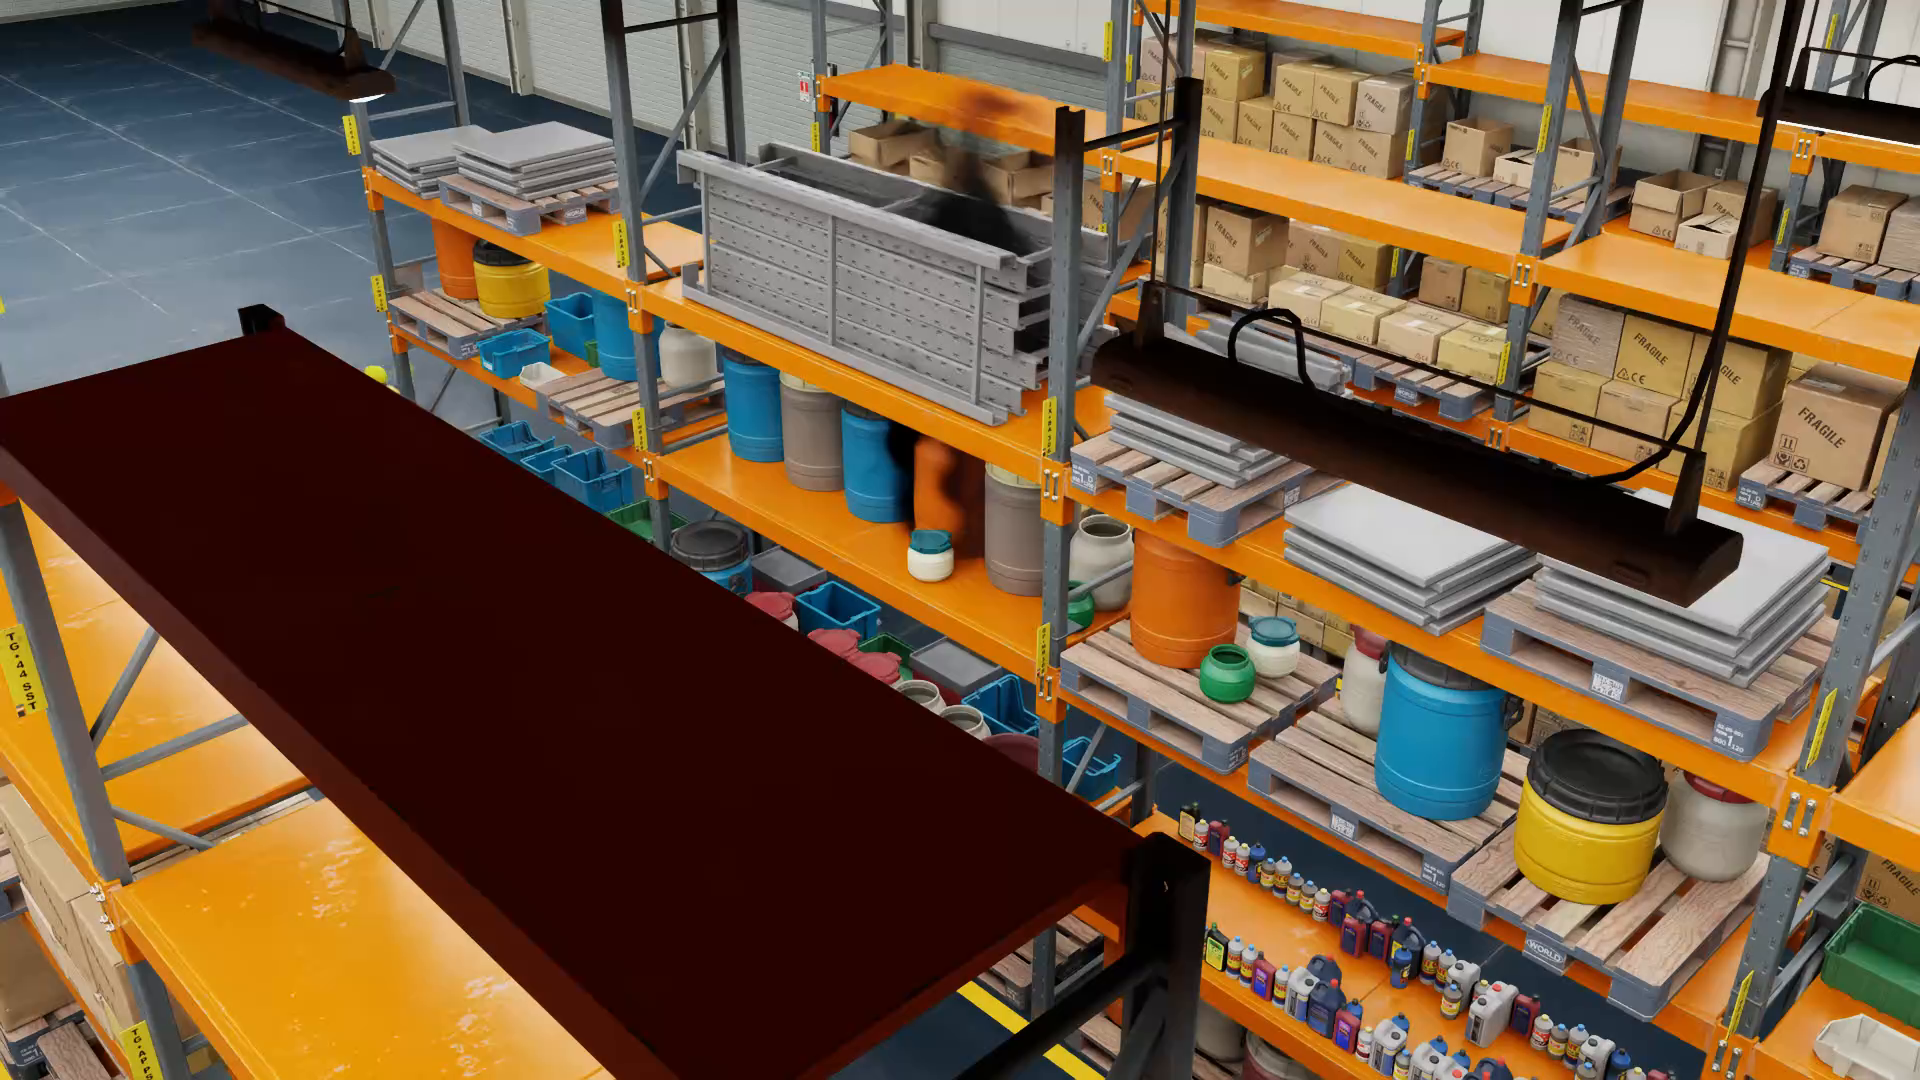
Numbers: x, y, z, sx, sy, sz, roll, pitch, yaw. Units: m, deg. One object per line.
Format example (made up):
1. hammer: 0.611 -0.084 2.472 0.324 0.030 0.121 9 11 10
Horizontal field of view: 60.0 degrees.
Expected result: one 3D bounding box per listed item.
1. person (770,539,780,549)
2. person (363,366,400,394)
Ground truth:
1. person: -1.640 -0.064 15.307 0.576 1.561 0.533 22 35 35
2. person: -5.727 -0.947 16.824 0.777 1.756 0.723 -3 28 -5
